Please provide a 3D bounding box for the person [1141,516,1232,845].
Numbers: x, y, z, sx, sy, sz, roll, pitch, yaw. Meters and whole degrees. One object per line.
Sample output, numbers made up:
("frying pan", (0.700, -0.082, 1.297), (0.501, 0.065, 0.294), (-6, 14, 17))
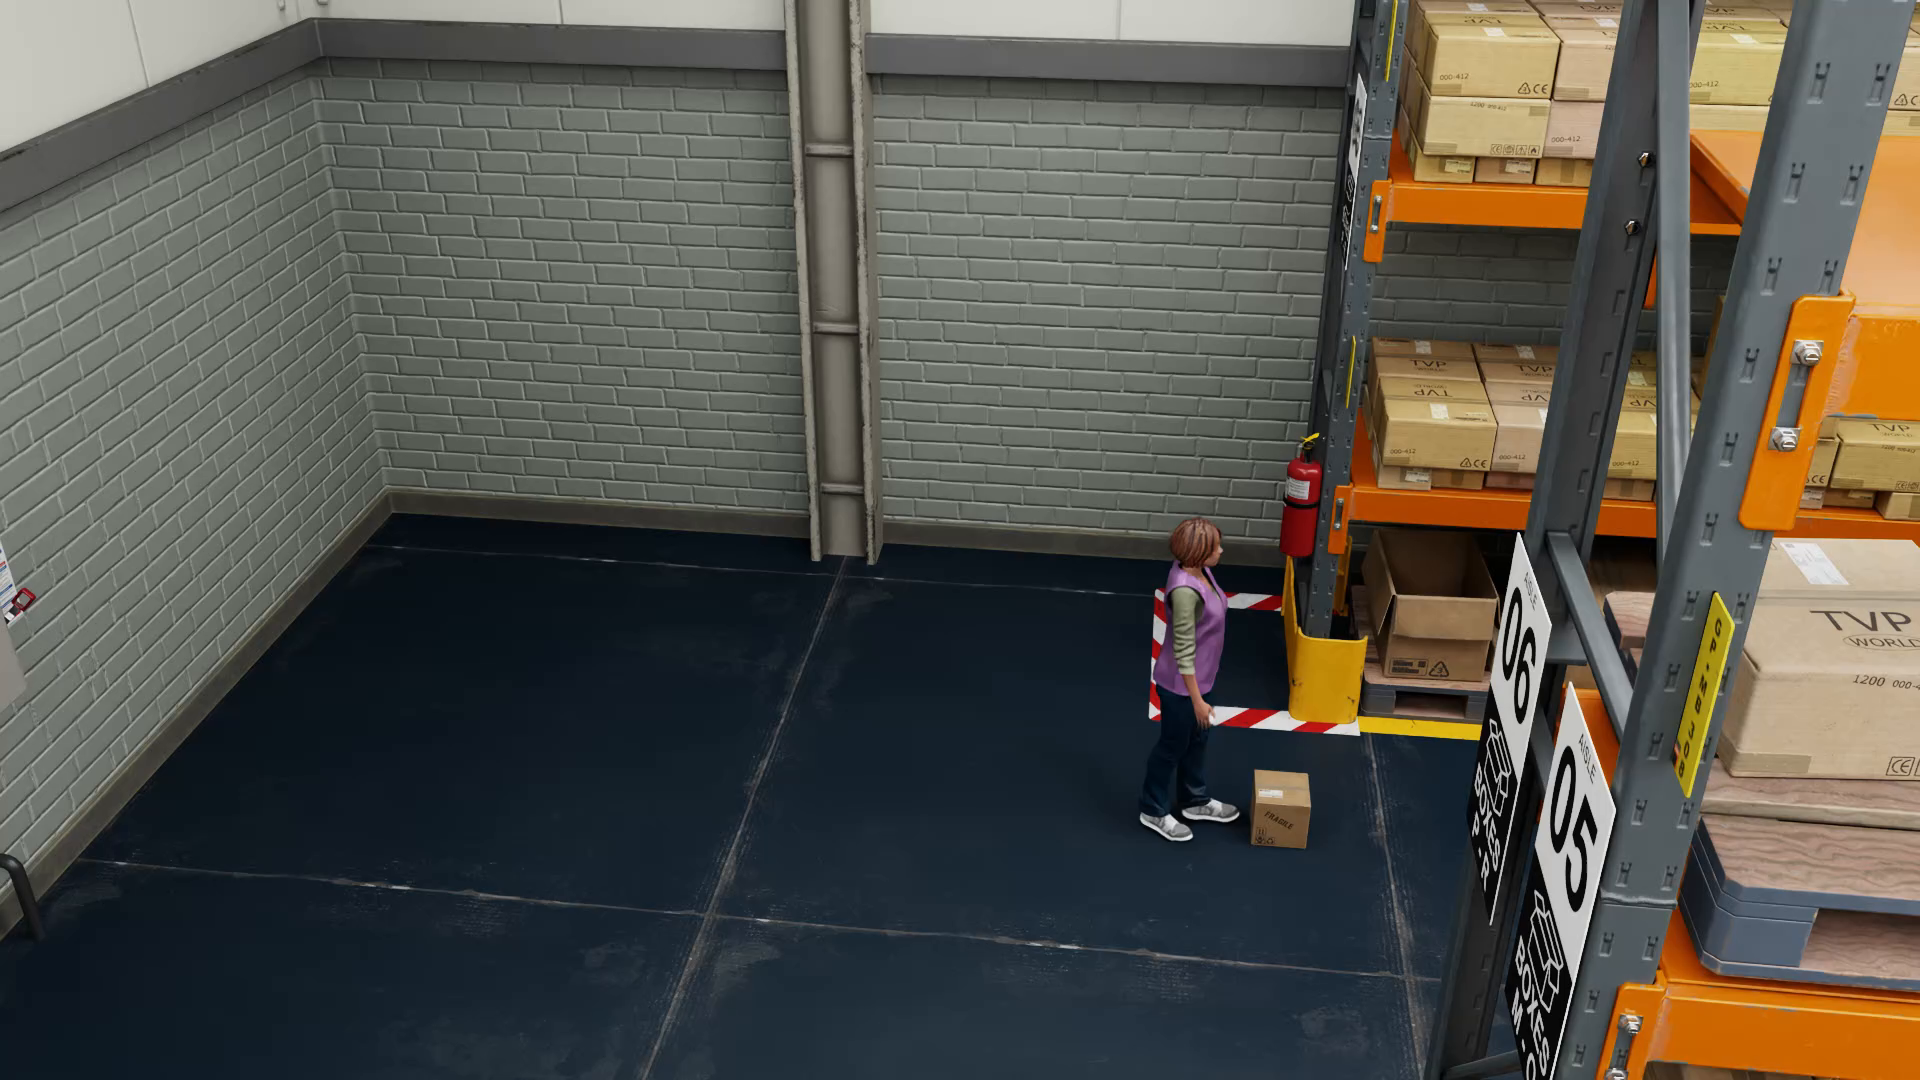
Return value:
("person", (1.055, 0.638, 7.441), (0.417, 1.611, 0.483), (7, 30, 13))
